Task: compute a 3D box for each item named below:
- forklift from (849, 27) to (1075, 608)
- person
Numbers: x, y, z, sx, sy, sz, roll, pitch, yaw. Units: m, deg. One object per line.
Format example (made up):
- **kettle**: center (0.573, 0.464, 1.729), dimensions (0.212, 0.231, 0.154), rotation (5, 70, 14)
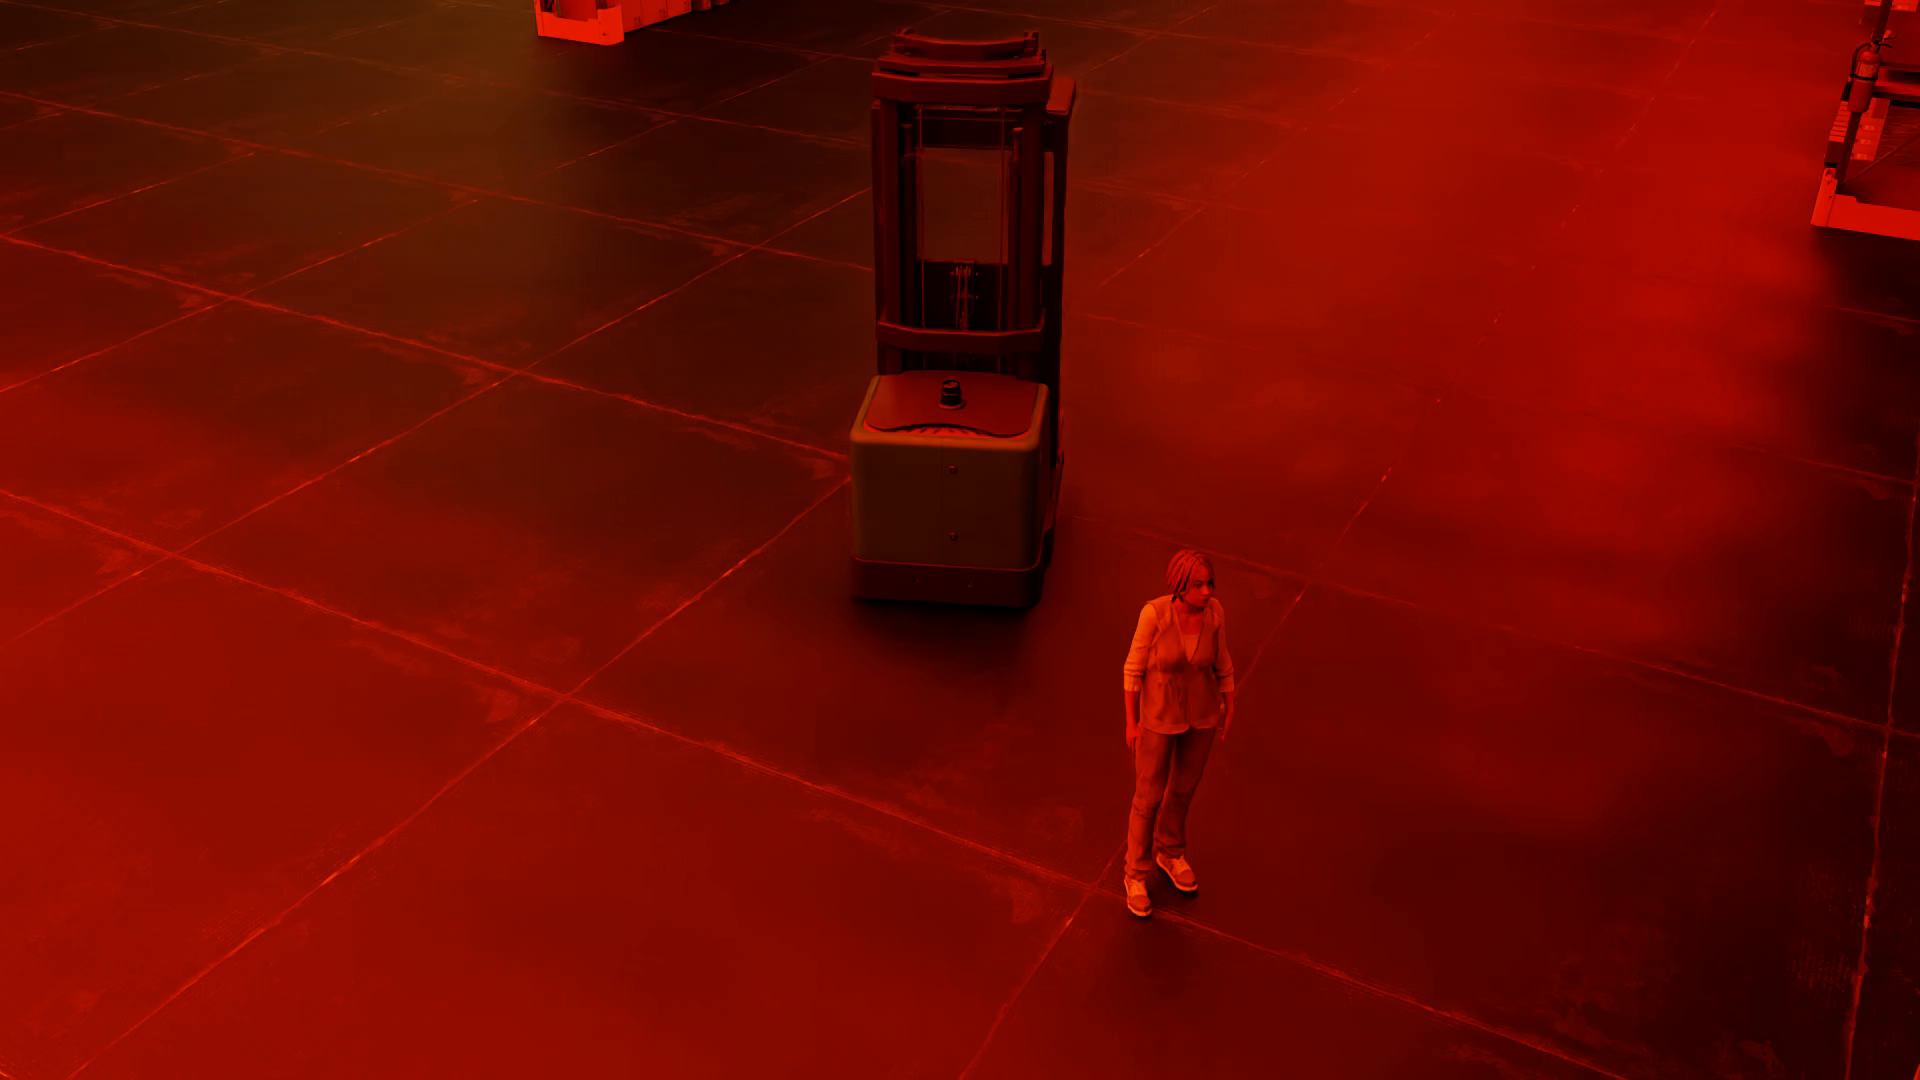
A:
- **forklift**: center (0.081, -1.609, 9.858), dimensions (1.130, 2.935, 3.031), rotation (3, 30, 6)
- **person**: center (0.936, 0.804, 7.000), dimensions (0.517, 1.599, 0.471), rotation (-8, 31, -14)
